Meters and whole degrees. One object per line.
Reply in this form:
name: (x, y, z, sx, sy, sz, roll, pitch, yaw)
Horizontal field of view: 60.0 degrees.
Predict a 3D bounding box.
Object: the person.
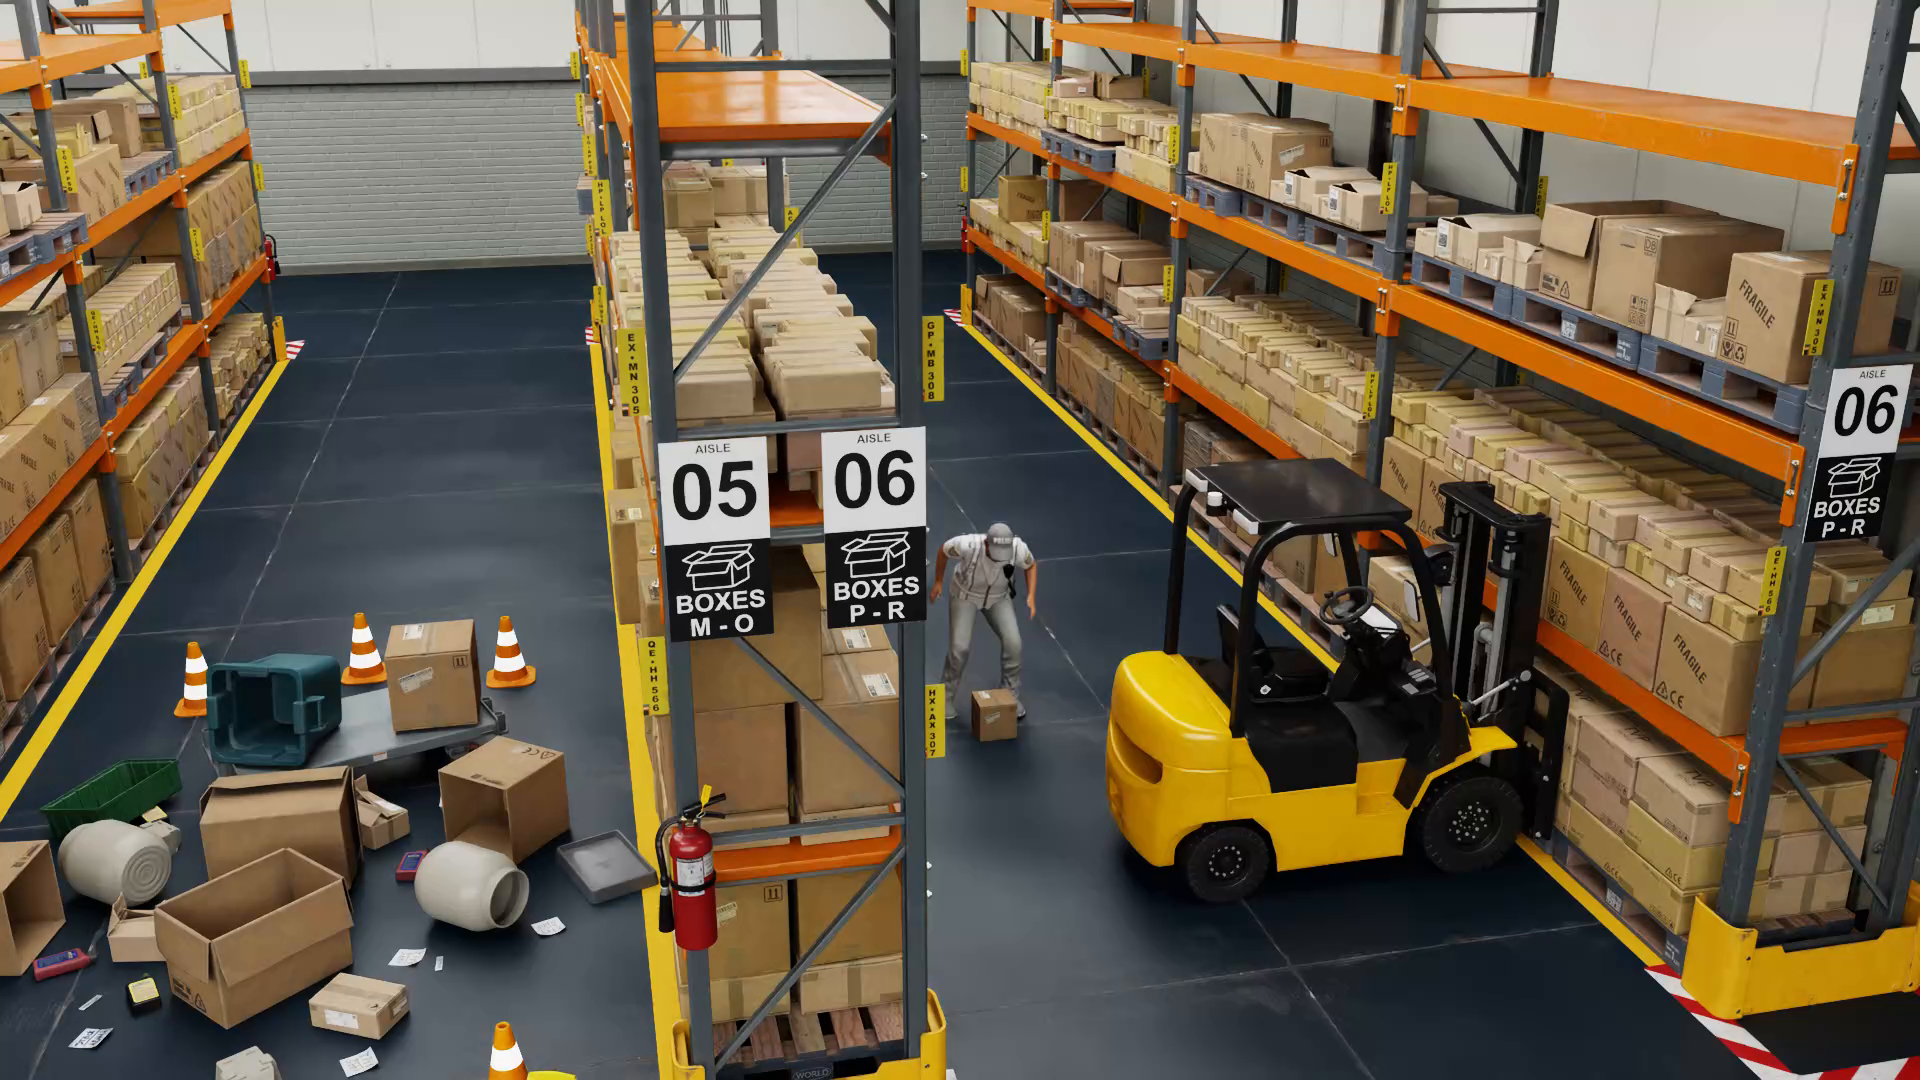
person: (0.182, 0.476, 11.178, 0.716, 1.382, 0.749, -4, 20, -10)
